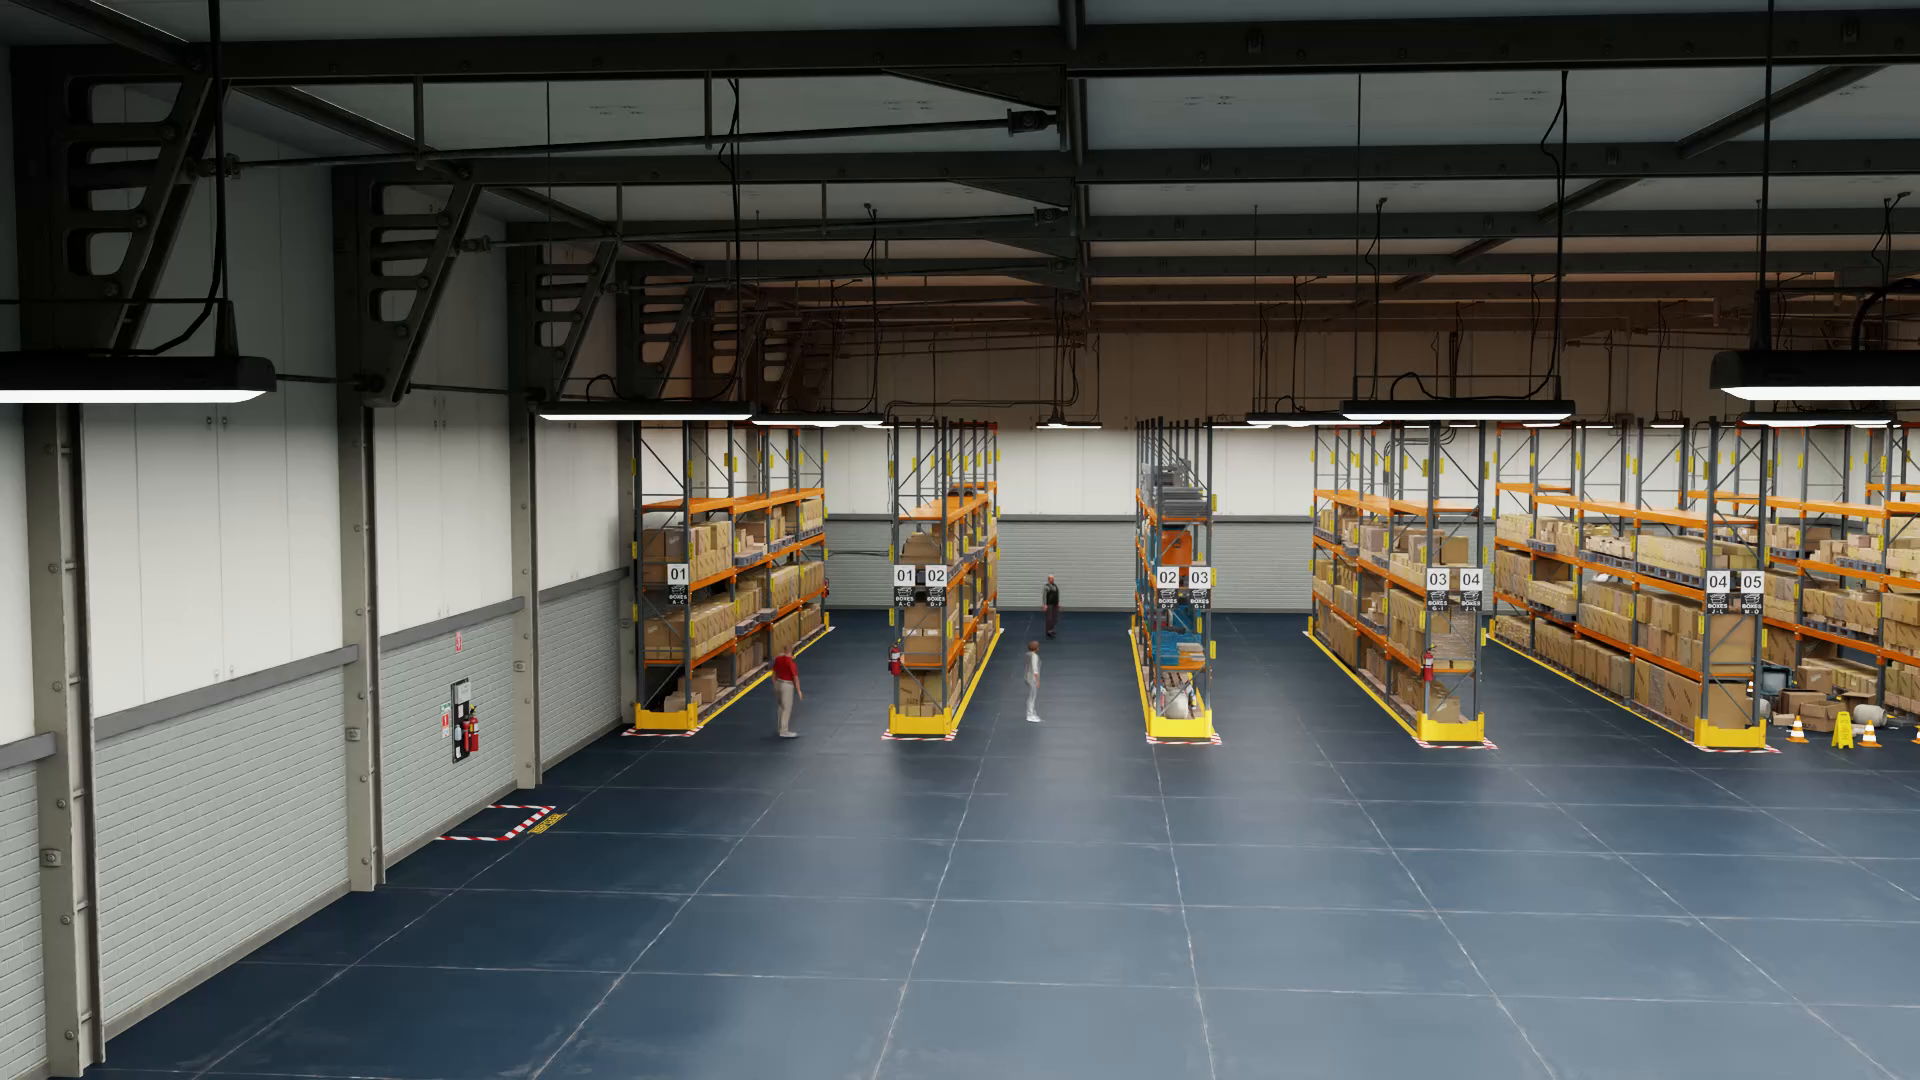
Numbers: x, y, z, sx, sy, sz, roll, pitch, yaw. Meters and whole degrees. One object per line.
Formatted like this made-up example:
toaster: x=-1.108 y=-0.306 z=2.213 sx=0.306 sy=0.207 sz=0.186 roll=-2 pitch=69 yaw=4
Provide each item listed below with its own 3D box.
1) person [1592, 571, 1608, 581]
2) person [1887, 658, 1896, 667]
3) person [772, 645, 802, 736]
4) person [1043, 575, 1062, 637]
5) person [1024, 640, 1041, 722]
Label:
person: x=18.673 y=1.647 z=48.739 sx=0.478 sy=1.799 sz=0.592 roll=-1 pitch=4 yaw=-16
person: x=21.200 y=2.370 z=37.716 sx=0.554 sy=1.793 sz=0.598 roll=-3 pitch=5 yaw=-35
person: x=-3.284 y=2.839 z=31.319 sx=0.499 sy=1.772 sz=0.669 roll=-3 pitch=5 yaw=-39
person: x=2.550 y=1.831 z=46.475 sx=0.591 sy=1.731 sz=0.417 roll=-4 pitch=5 yaw=-44
person: x=1.476 y=2.795 z=32.917 sx=0.400 sy=1.628 sz=0.495 roll=-1 pitch=4 yaw=-15
